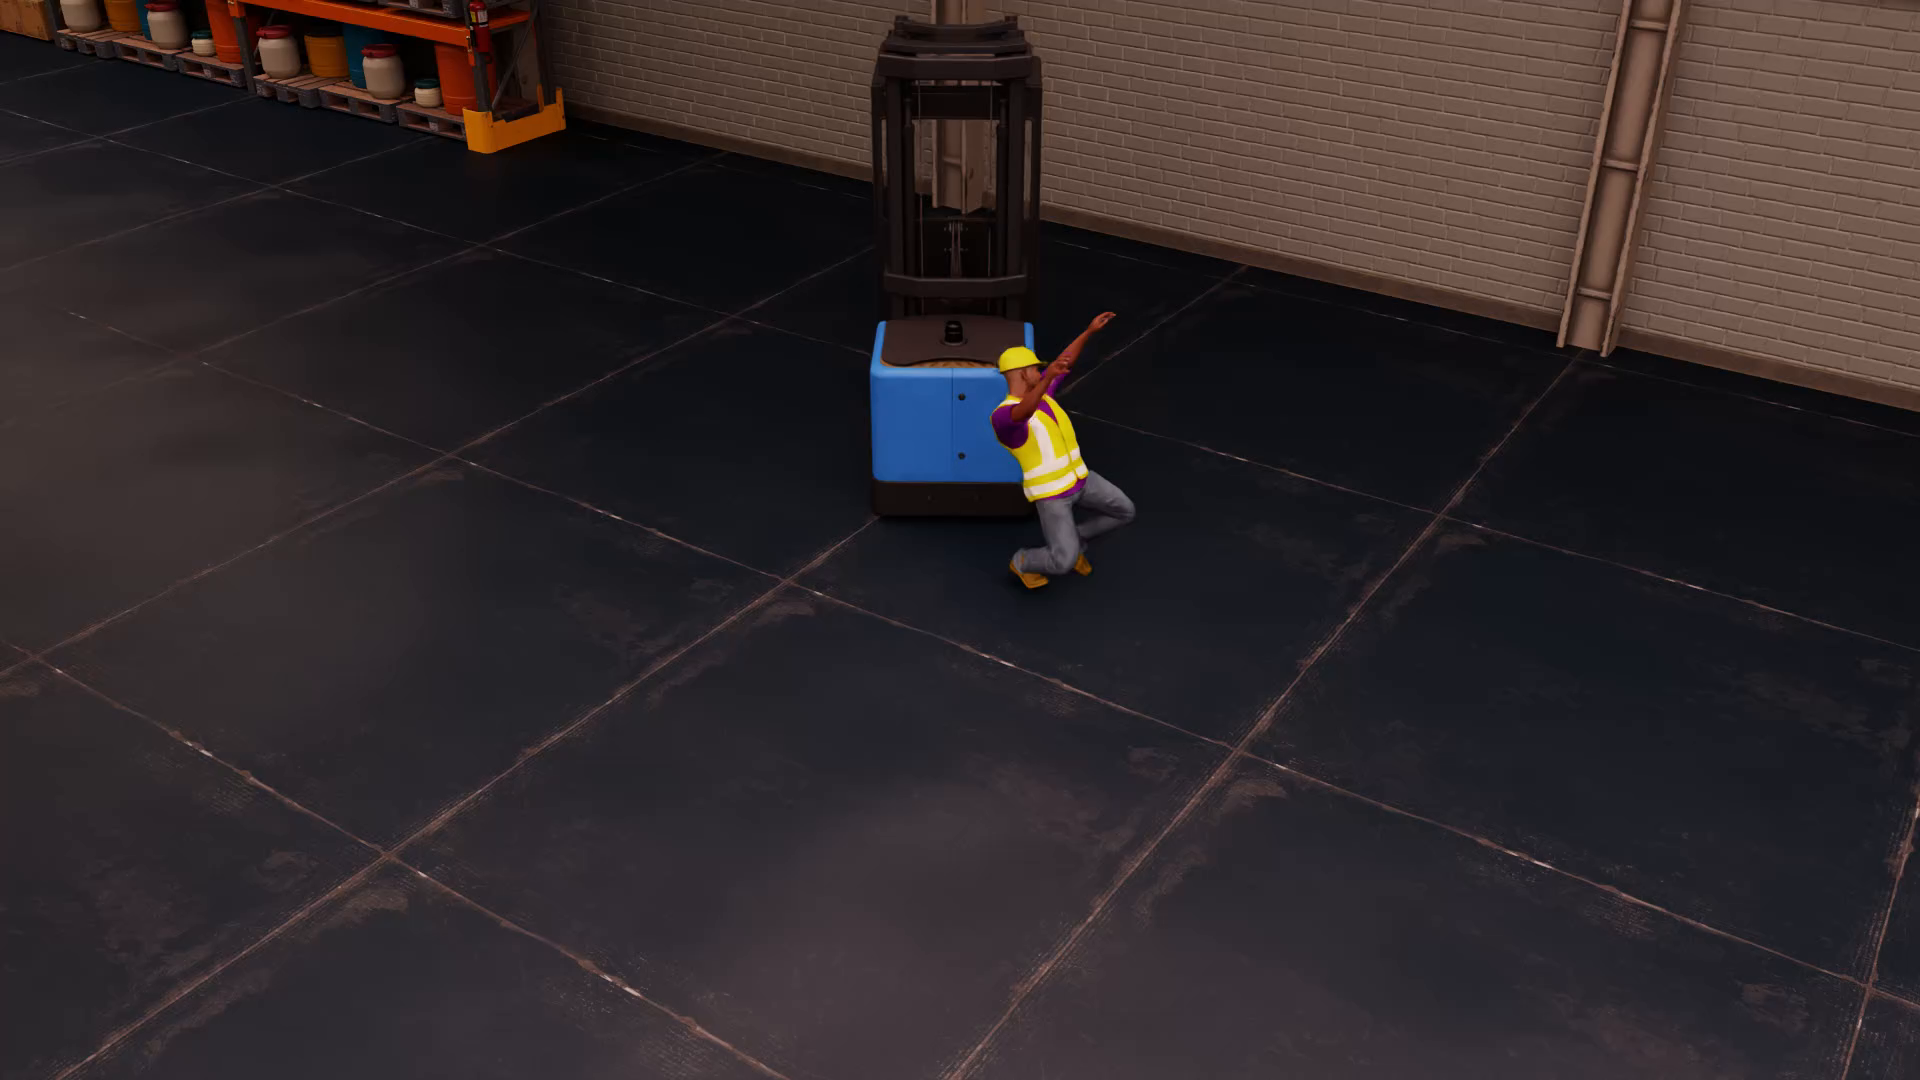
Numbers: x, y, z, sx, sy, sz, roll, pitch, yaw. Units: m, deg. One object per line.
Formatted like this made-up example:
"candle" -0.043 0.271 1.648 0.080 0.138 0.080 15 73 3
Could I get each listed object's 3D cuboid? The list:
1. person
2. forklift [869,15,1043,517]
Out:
"person" 0.622 -0.498 9.734 0.807 1.662 1.083 20 35 30
"forklift" -0.015 -2.119 11.231 1.130 2.935 3.031 1 30 1
